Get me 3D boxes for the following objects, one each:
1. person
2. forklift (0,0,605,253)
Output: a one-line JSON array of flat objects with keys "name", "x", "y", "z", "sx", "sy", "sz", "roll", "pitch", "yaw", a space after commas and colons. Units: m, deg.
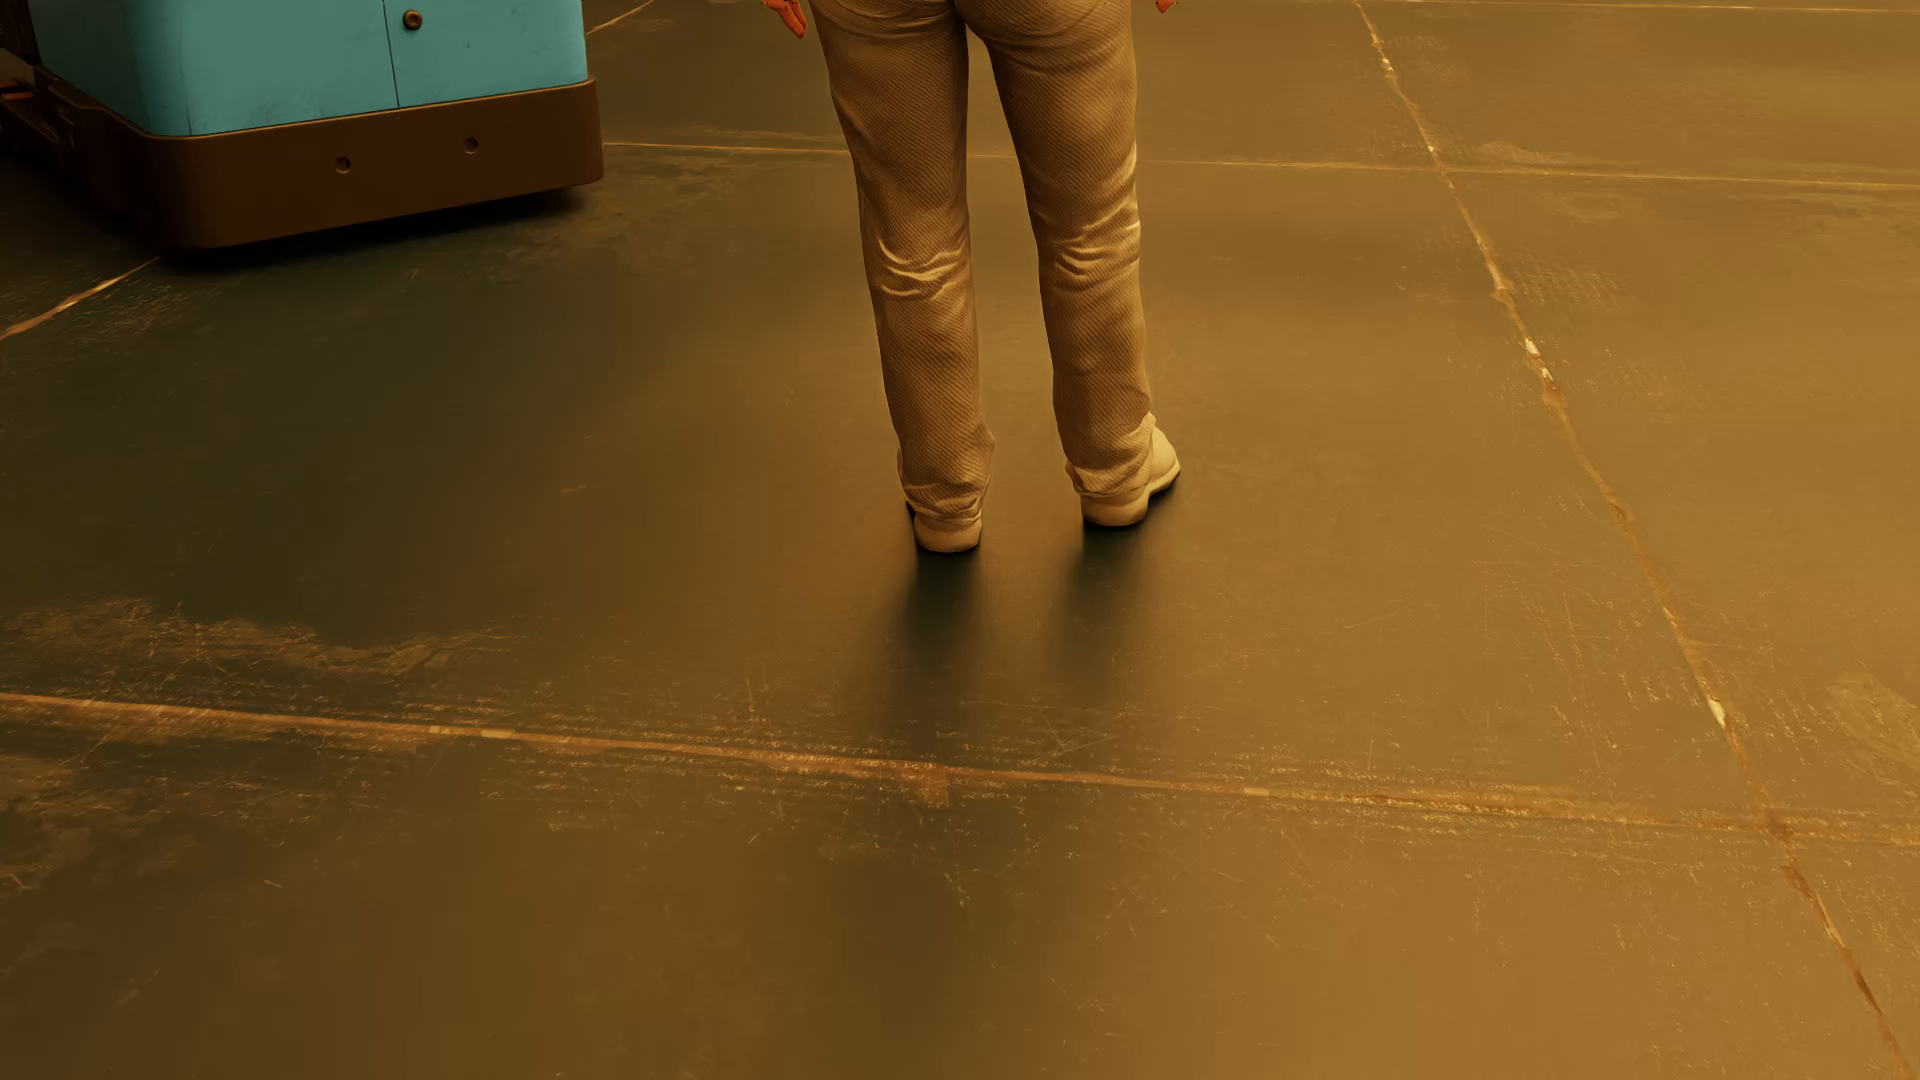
[{"name": "person", "x": 0.016, "y": -0.828, "z": 2.156, "sx": 0.633, "sy": 1.775, "sz": 0.566, "roll": 3, "pitch": 27, "yaw": 7}, {"name": "forklift", "x": -2.201, "y": -2.531, "z": 4.291, "sx": 1.130, "sy": 2.935, "sz": 3.031, "roll": -20, "pitch": 33, "yaw": -34}]
